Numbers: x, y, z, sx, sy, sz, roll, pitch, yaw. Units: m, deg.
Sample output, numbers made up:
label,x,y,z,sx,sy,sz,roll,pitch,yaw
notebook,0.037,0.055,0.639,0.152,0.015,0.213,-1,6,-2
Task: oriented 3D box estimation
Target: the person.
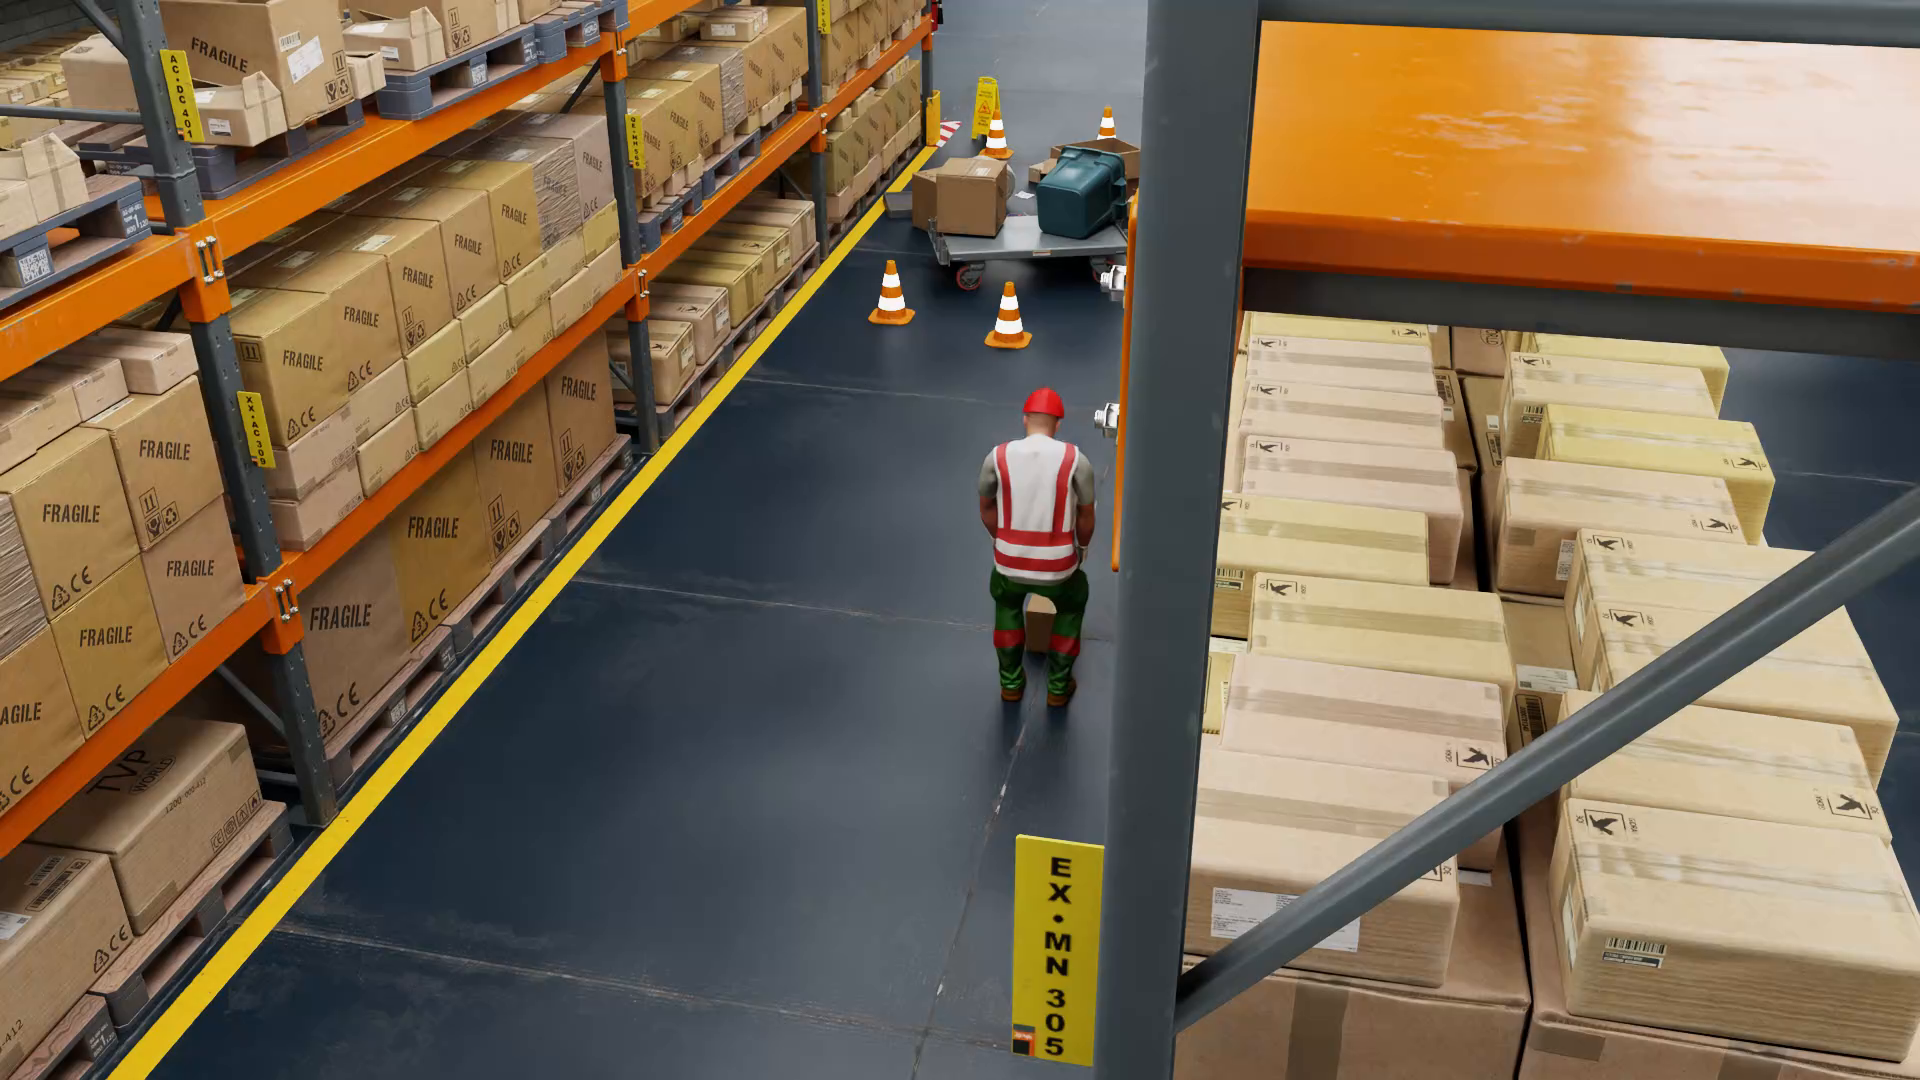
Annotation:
label,x,y,z,sx,sy,sz,roll,pitch,yaw
person,0.367,0.056,8.216,0.575,1.580,0.647,6,29,12
